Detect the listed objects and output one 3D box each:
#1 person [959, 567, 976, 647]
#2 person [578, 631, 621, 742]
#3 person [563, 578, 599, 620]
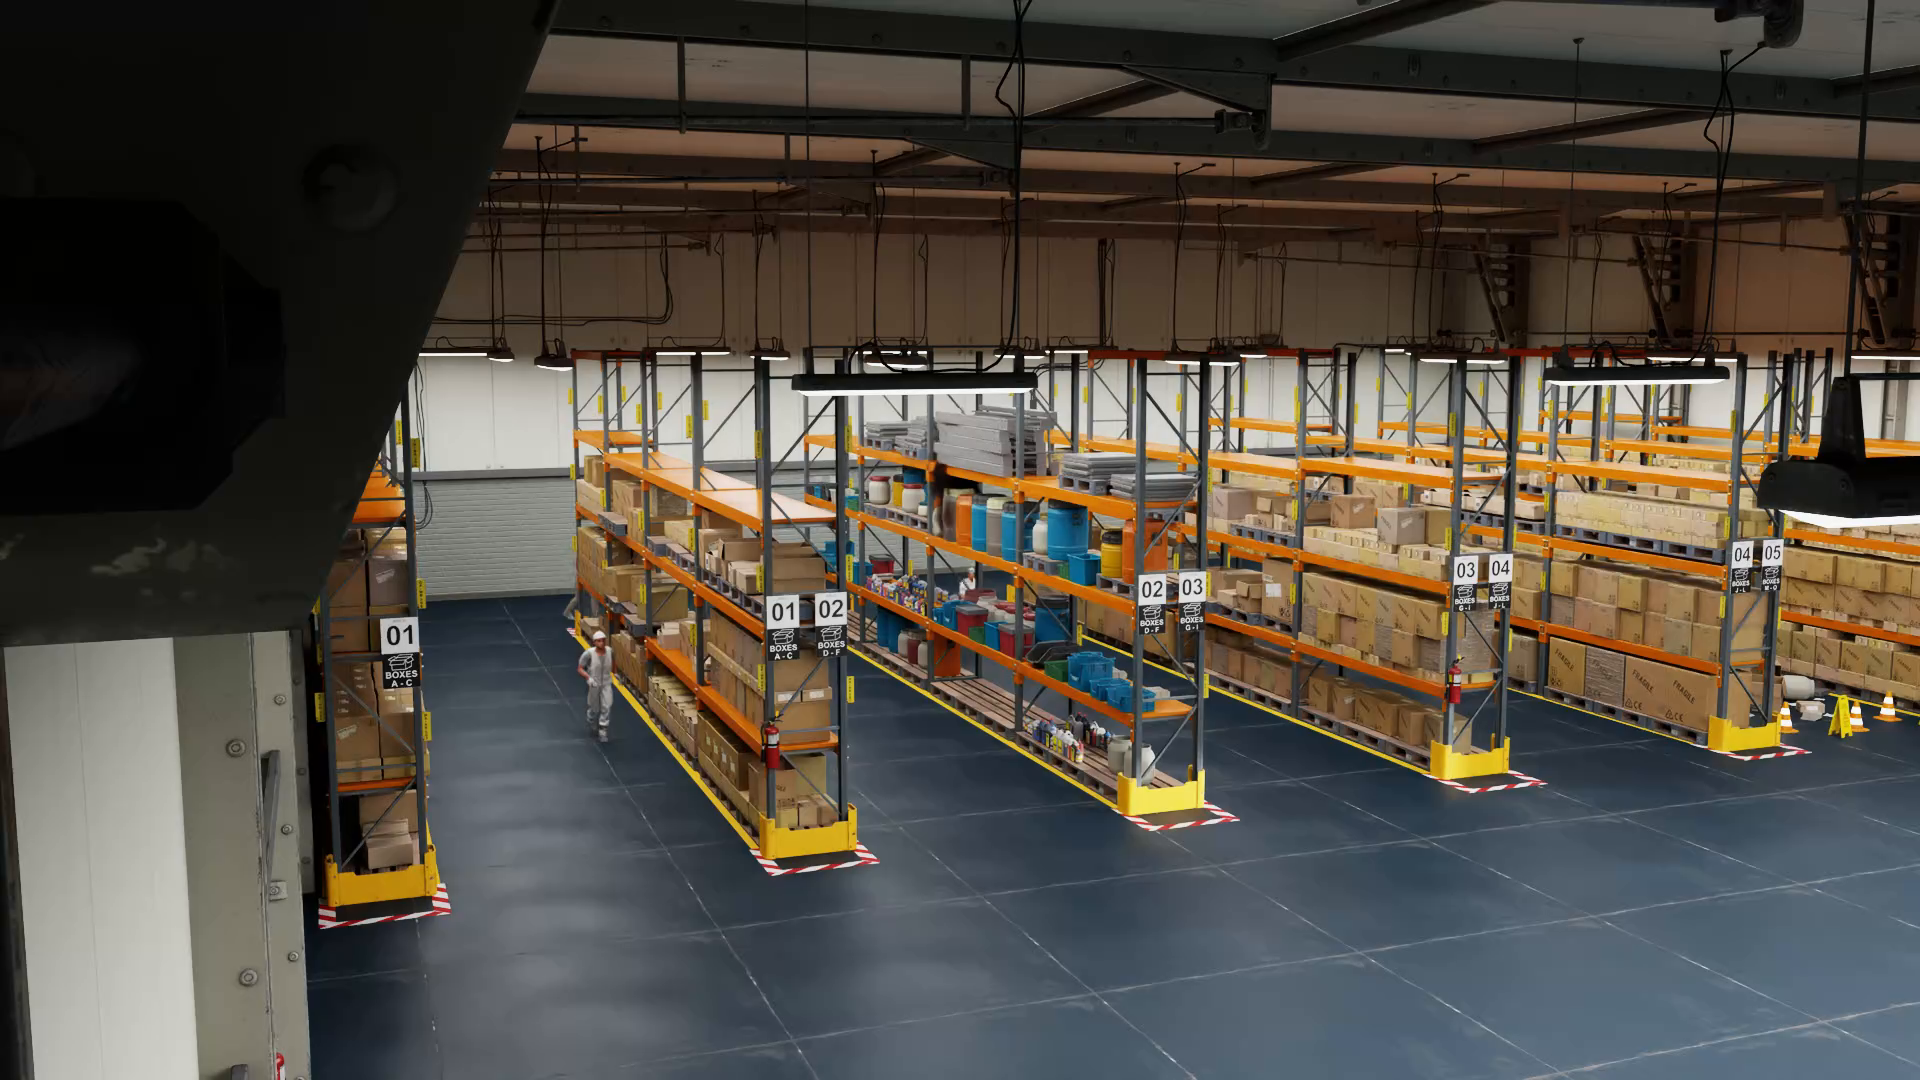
[{"bbox_3d":[0.203,1.385,33.197,0.582,1.724,0.841,-4,8,-31],"label":"person"},{"bbox_3d":[-5.663,2.251,25.971,0.659,1.739,0.821,-4,8,-26],"label":"person"},{"bbox_3d":[-8.253,0.960,36.486,0.938,1.775,0.610,1,7,12],"label":"person"}]
